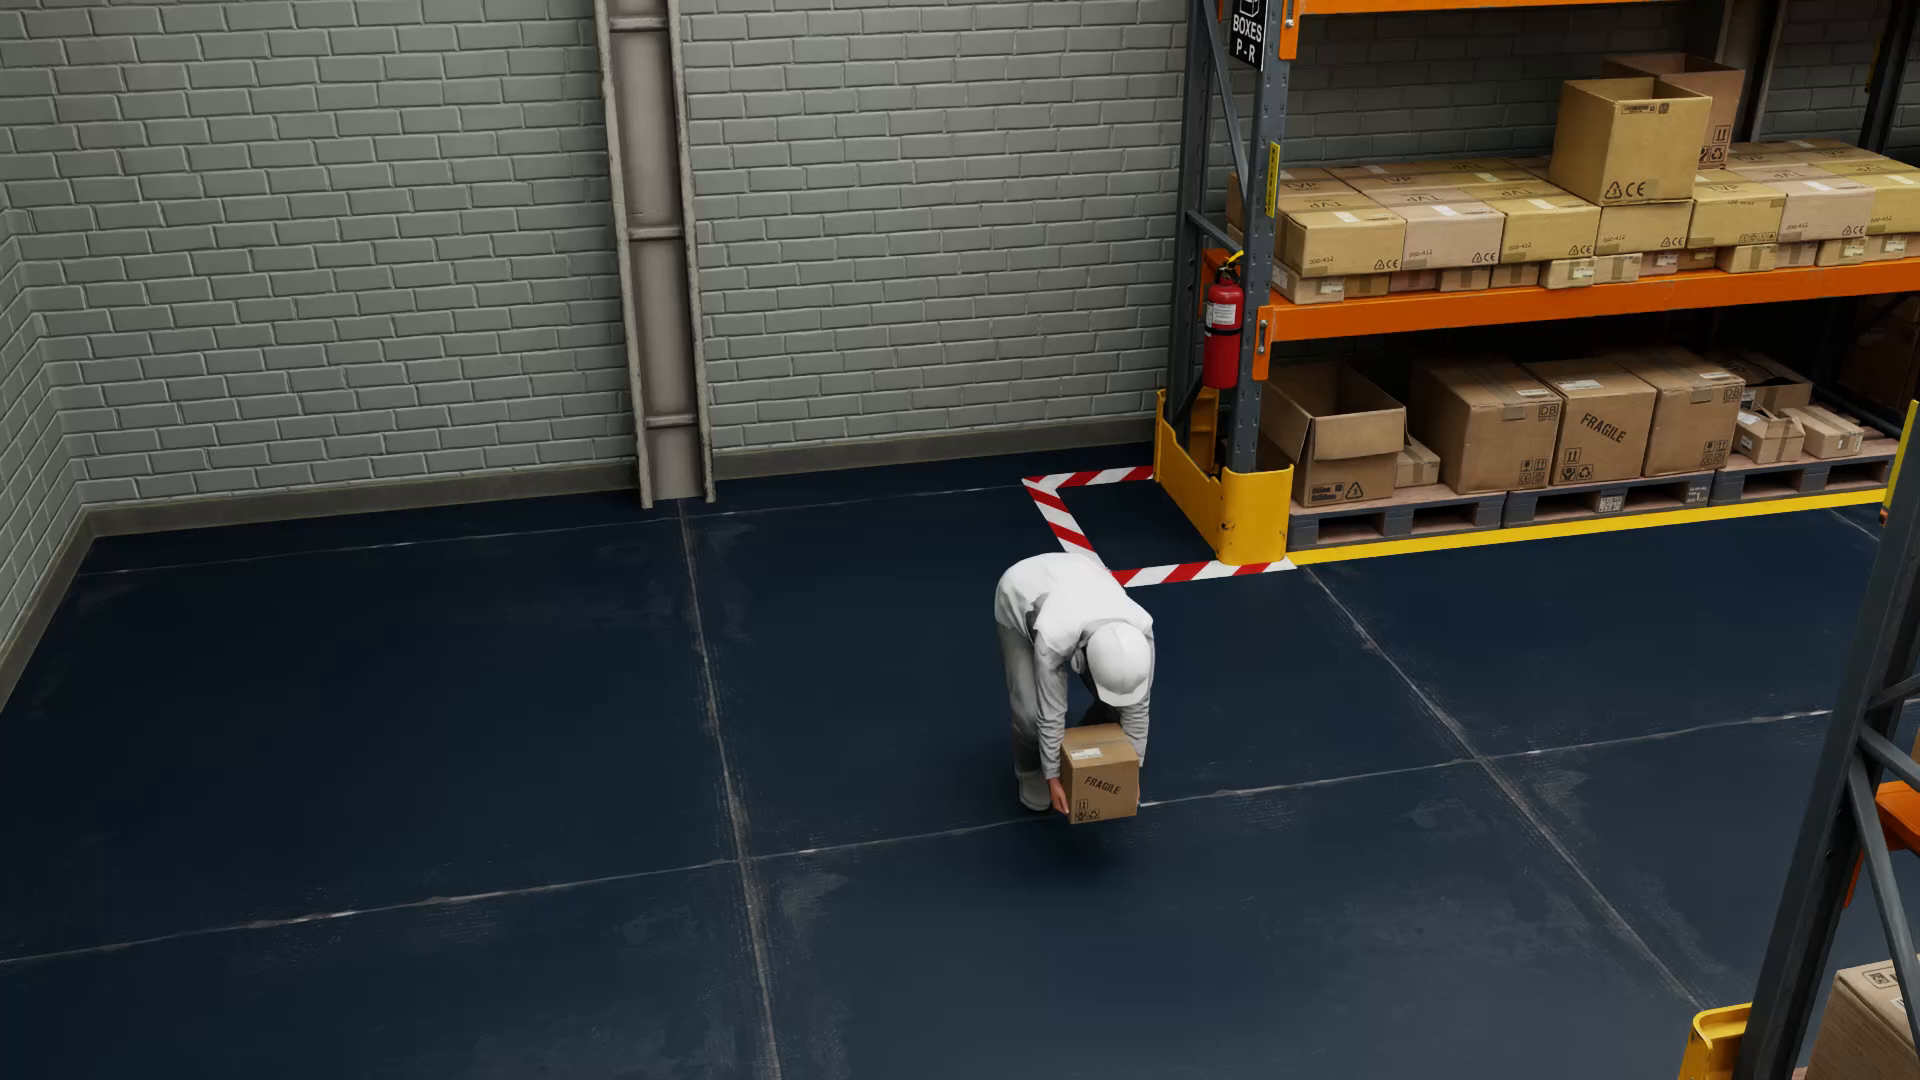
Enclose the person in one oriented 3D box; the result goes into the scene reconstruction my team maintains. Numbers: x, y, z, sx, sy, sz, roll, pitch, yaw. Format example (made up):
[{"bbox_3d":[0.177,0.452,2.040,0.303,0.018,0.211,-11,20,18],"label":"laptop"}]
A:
[{"bbox_3d":[0.451,0.592,6.253,0.508,1.012,0.997,-7,27,-14],"label":"person"}]
